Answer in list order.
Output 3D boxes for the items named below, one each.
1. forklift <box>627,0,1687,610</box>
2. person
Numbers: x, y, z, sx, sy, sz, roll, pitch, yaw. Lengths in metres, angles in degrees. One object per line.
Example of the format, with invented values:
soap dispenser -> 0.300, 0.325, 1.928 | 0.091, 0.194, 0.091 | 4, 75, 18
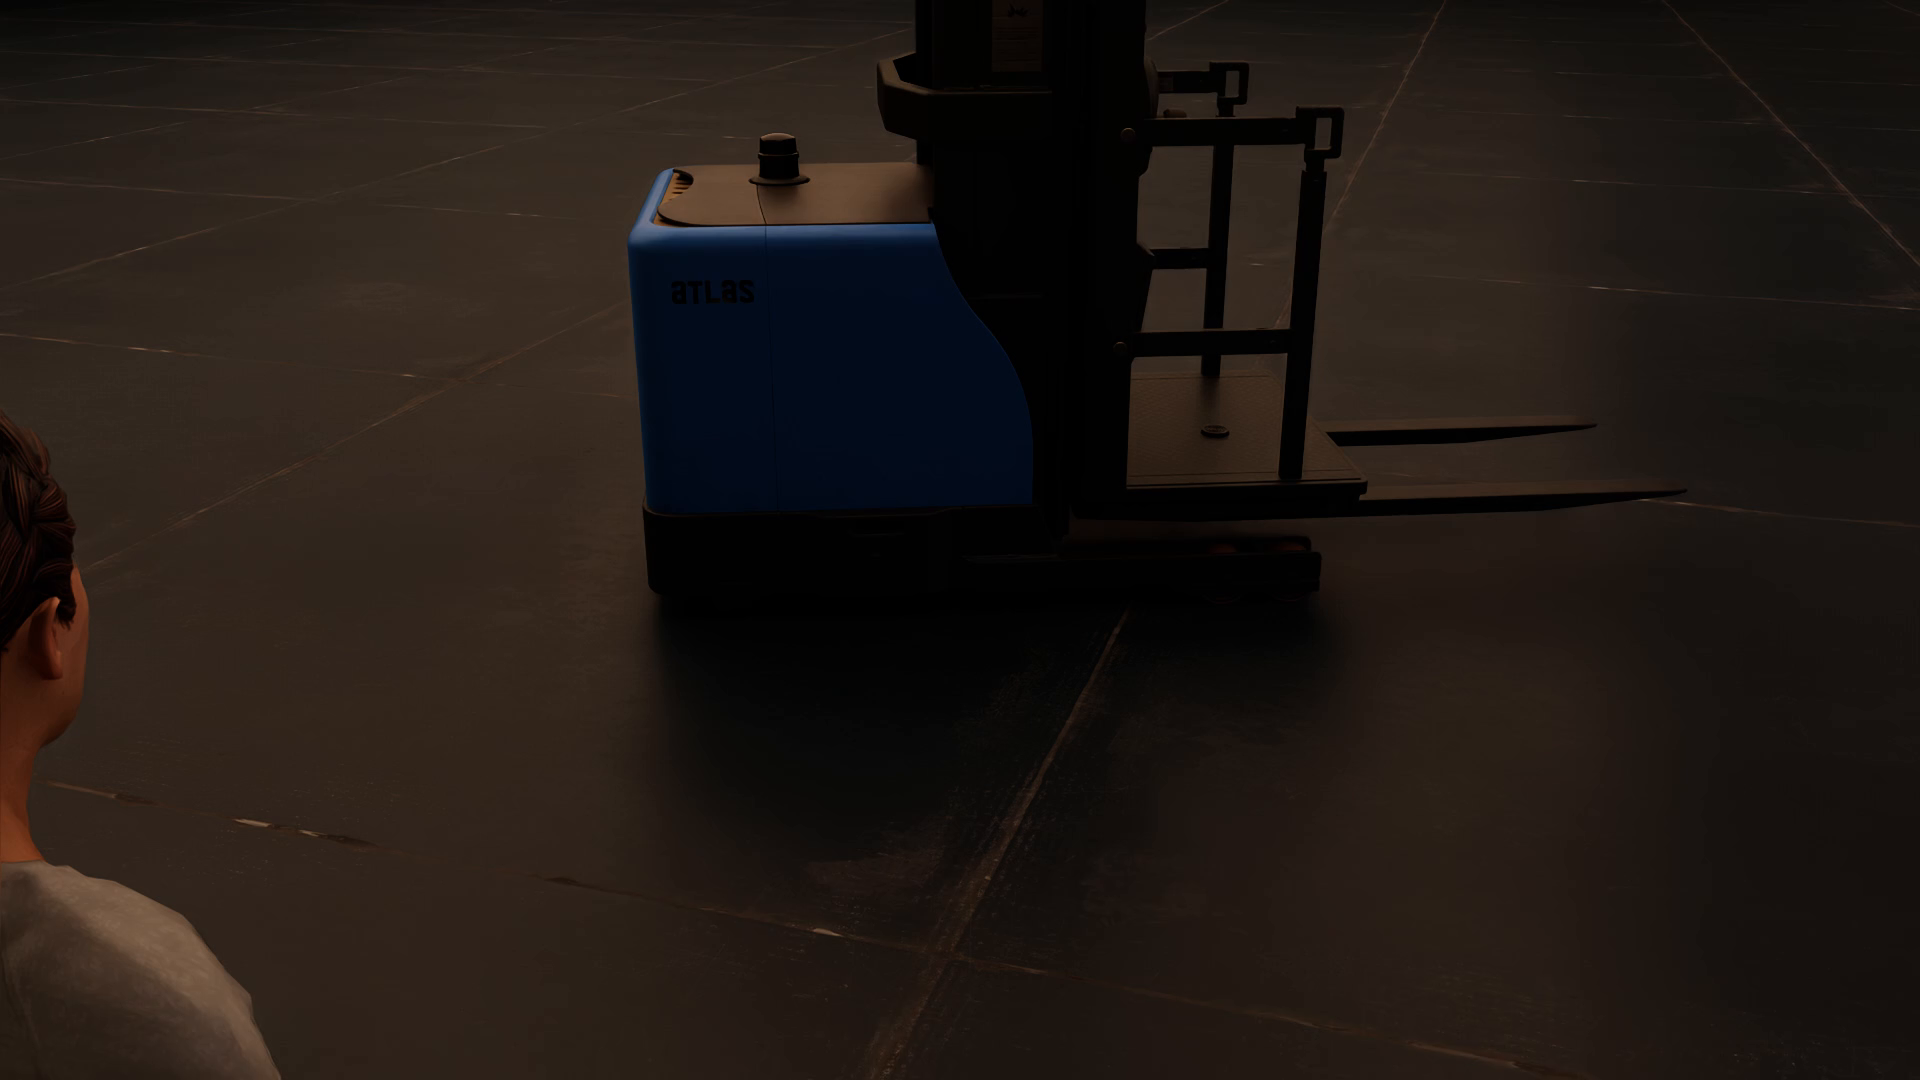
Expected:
forklift -> 0.606, -1.374, 4.608 | 3.031, 2.935, 1.130 | -2, 23, -4
person -> -0.648, 0.695, 1.263 | 0.624, 1.663, 0.377 | 4, 23, 10
